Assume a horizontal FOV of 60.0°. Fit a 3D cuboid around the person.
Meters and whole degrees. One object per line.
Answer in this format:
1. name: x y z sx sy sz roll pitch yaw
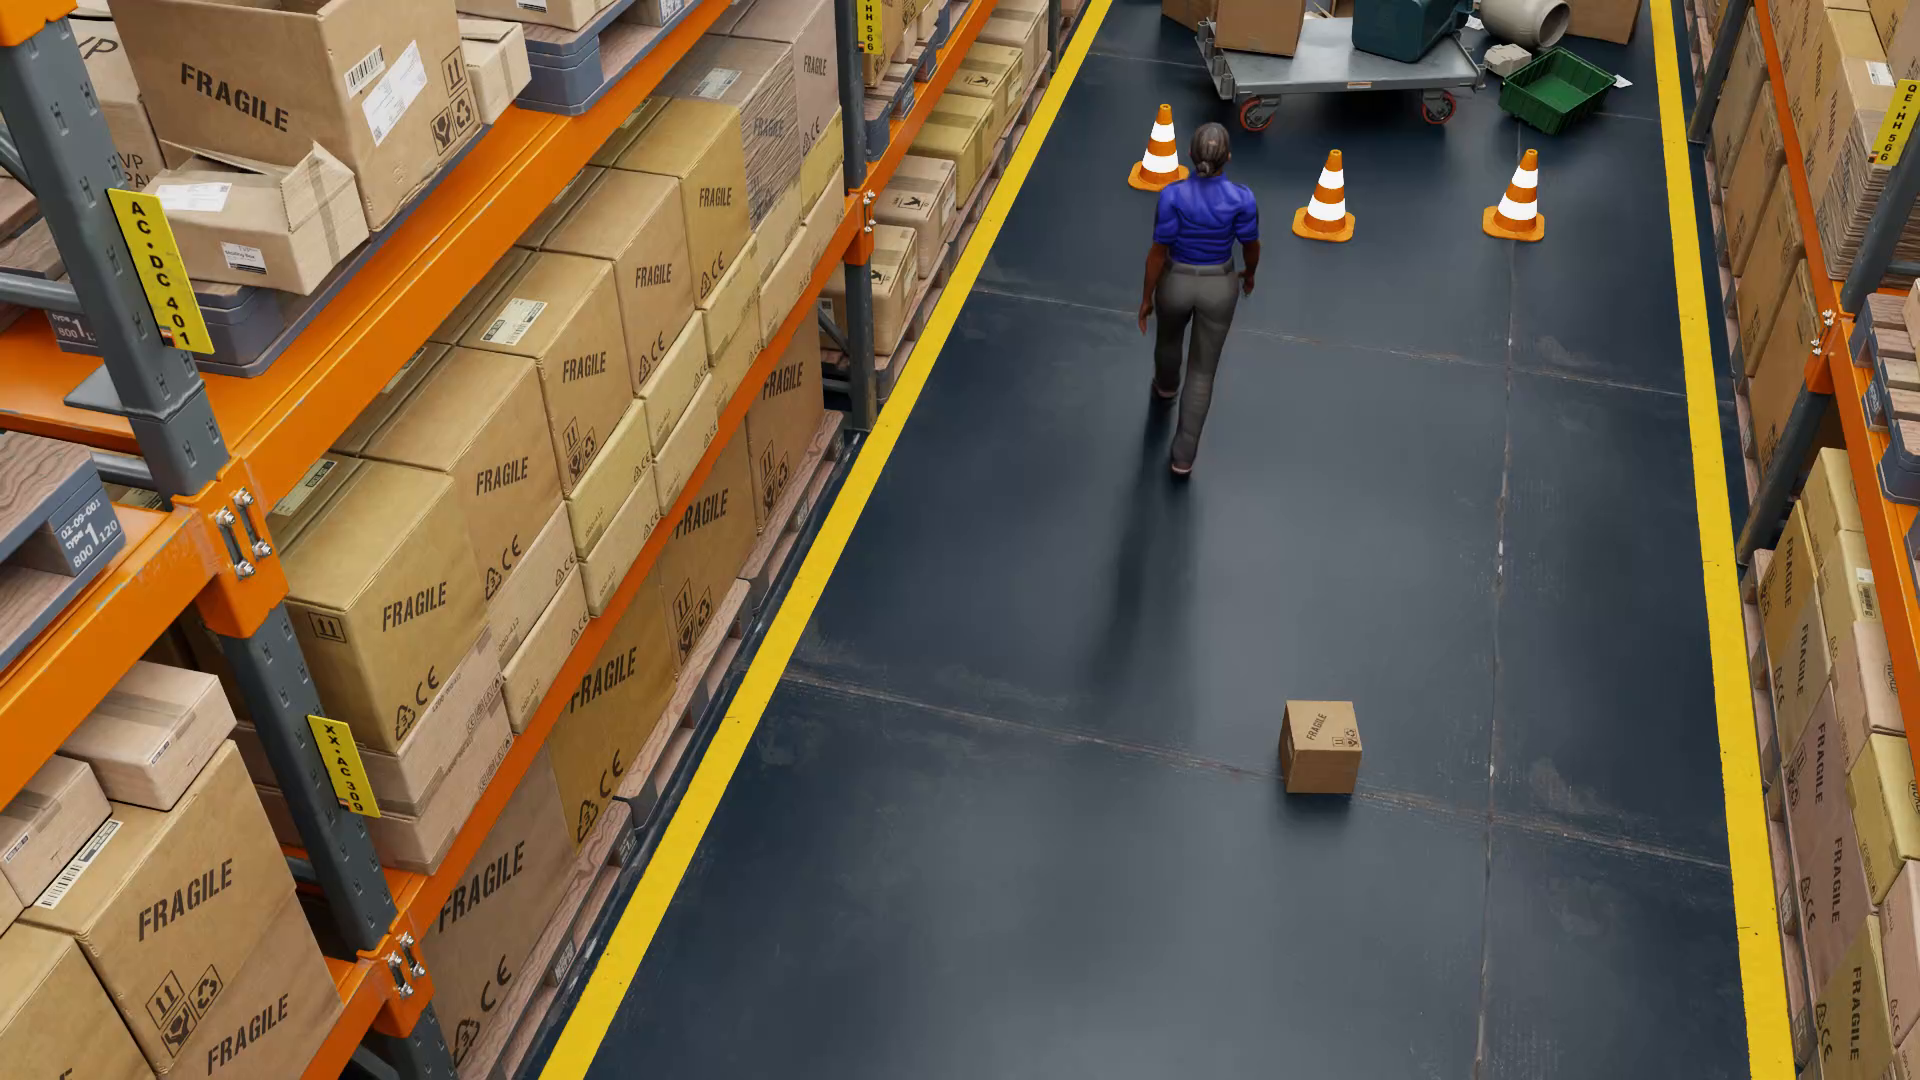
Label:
1. person: 1.078 -1.155 7.474 0.495 1.646 0.860 7 42 8
